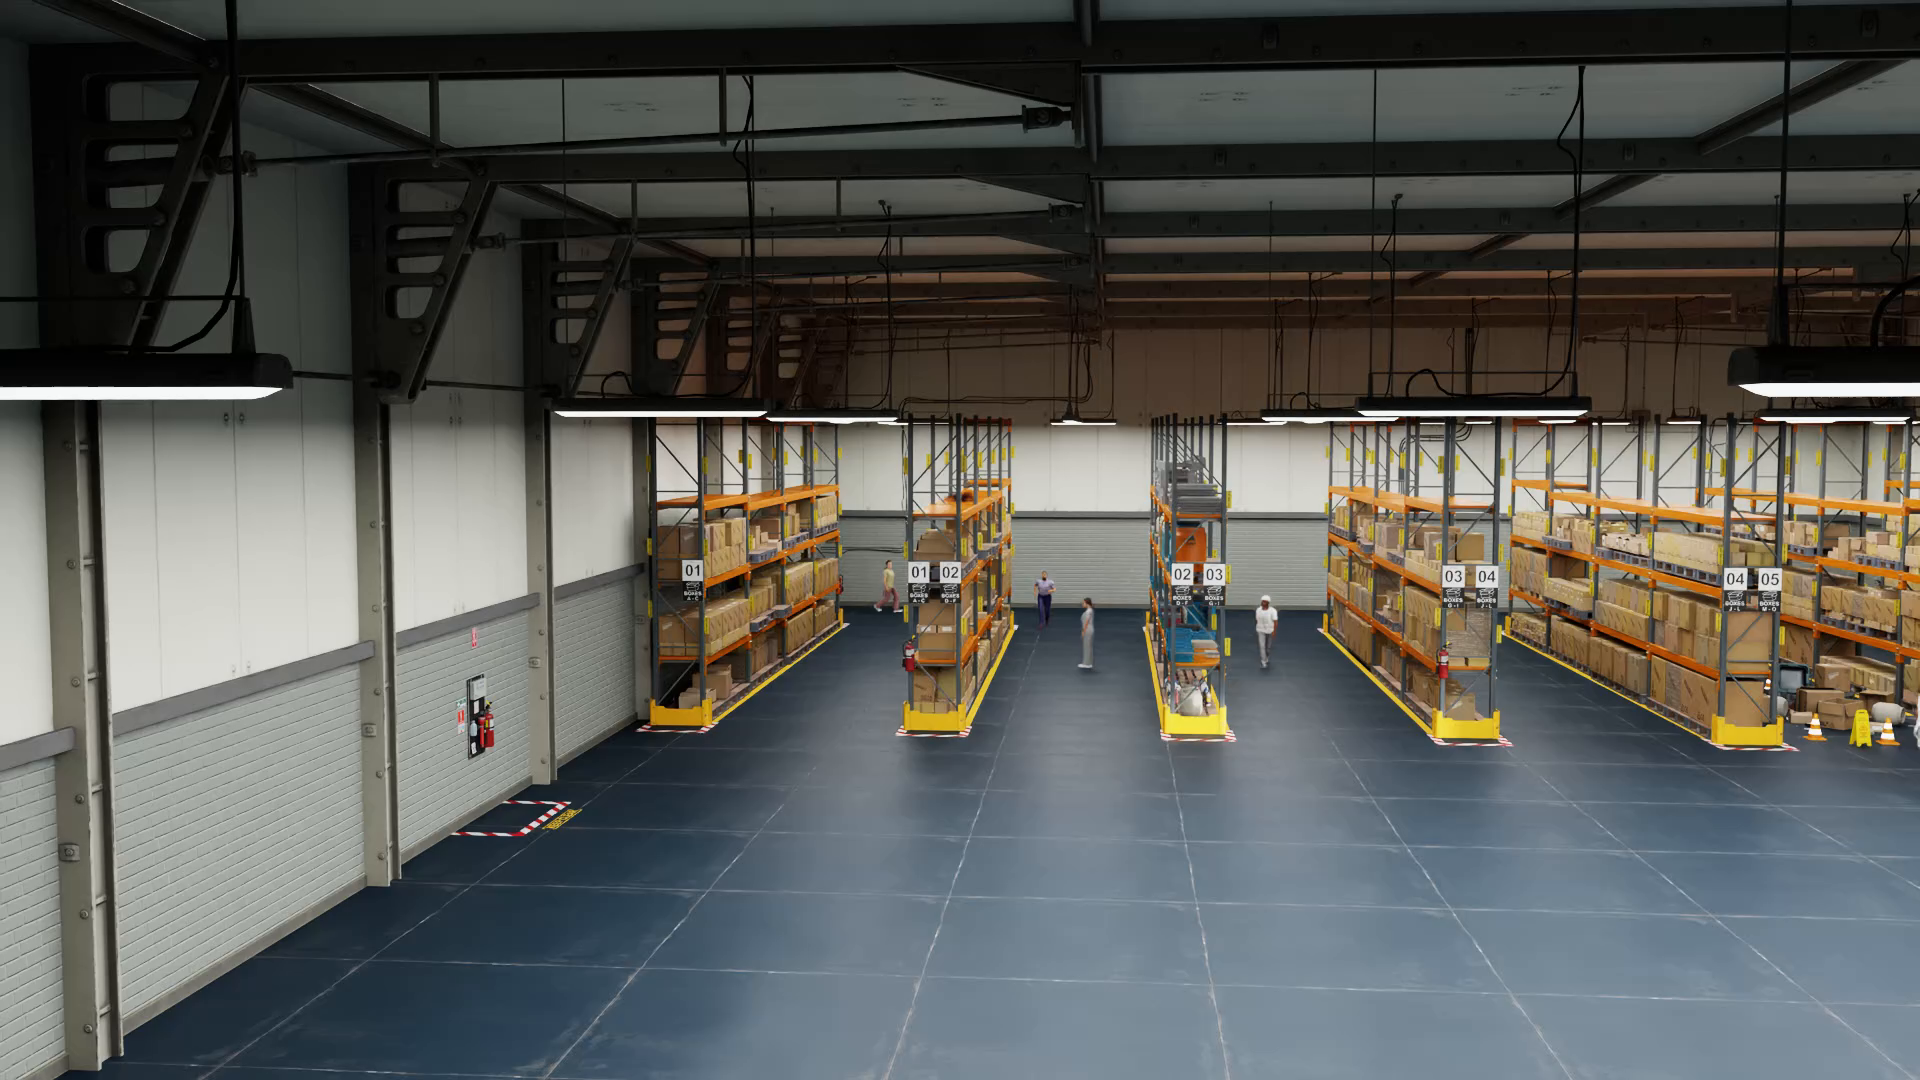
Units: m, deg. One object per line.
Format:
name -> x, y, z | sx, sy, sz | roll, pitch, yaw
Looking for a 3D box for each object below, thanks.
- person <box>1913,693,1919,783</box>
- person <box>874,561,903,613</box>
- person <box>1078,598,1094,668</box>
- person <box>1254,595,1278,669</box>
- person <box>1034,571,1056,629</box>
person -> 15.612, 3.030, 26.678 | 0.440, 1.788, 0.609 | -3, 5, -37
person -> -2.212, 1.442, 51.437 | 0.895, 1.626, 0.559 | 1, 4, 12
person -> 3.000, 2.284, 39.648 | 0.362, 1.536, 0.453 | 1, 4, 8
person -> 7.346, 2.191, 39.838 | 0.497, 1.723, 1.080 | 0, 4, 0
person -> 2.421, 1.688, 47.523 | 0.631, 1.602, 1.028 | 0, 4, 6
